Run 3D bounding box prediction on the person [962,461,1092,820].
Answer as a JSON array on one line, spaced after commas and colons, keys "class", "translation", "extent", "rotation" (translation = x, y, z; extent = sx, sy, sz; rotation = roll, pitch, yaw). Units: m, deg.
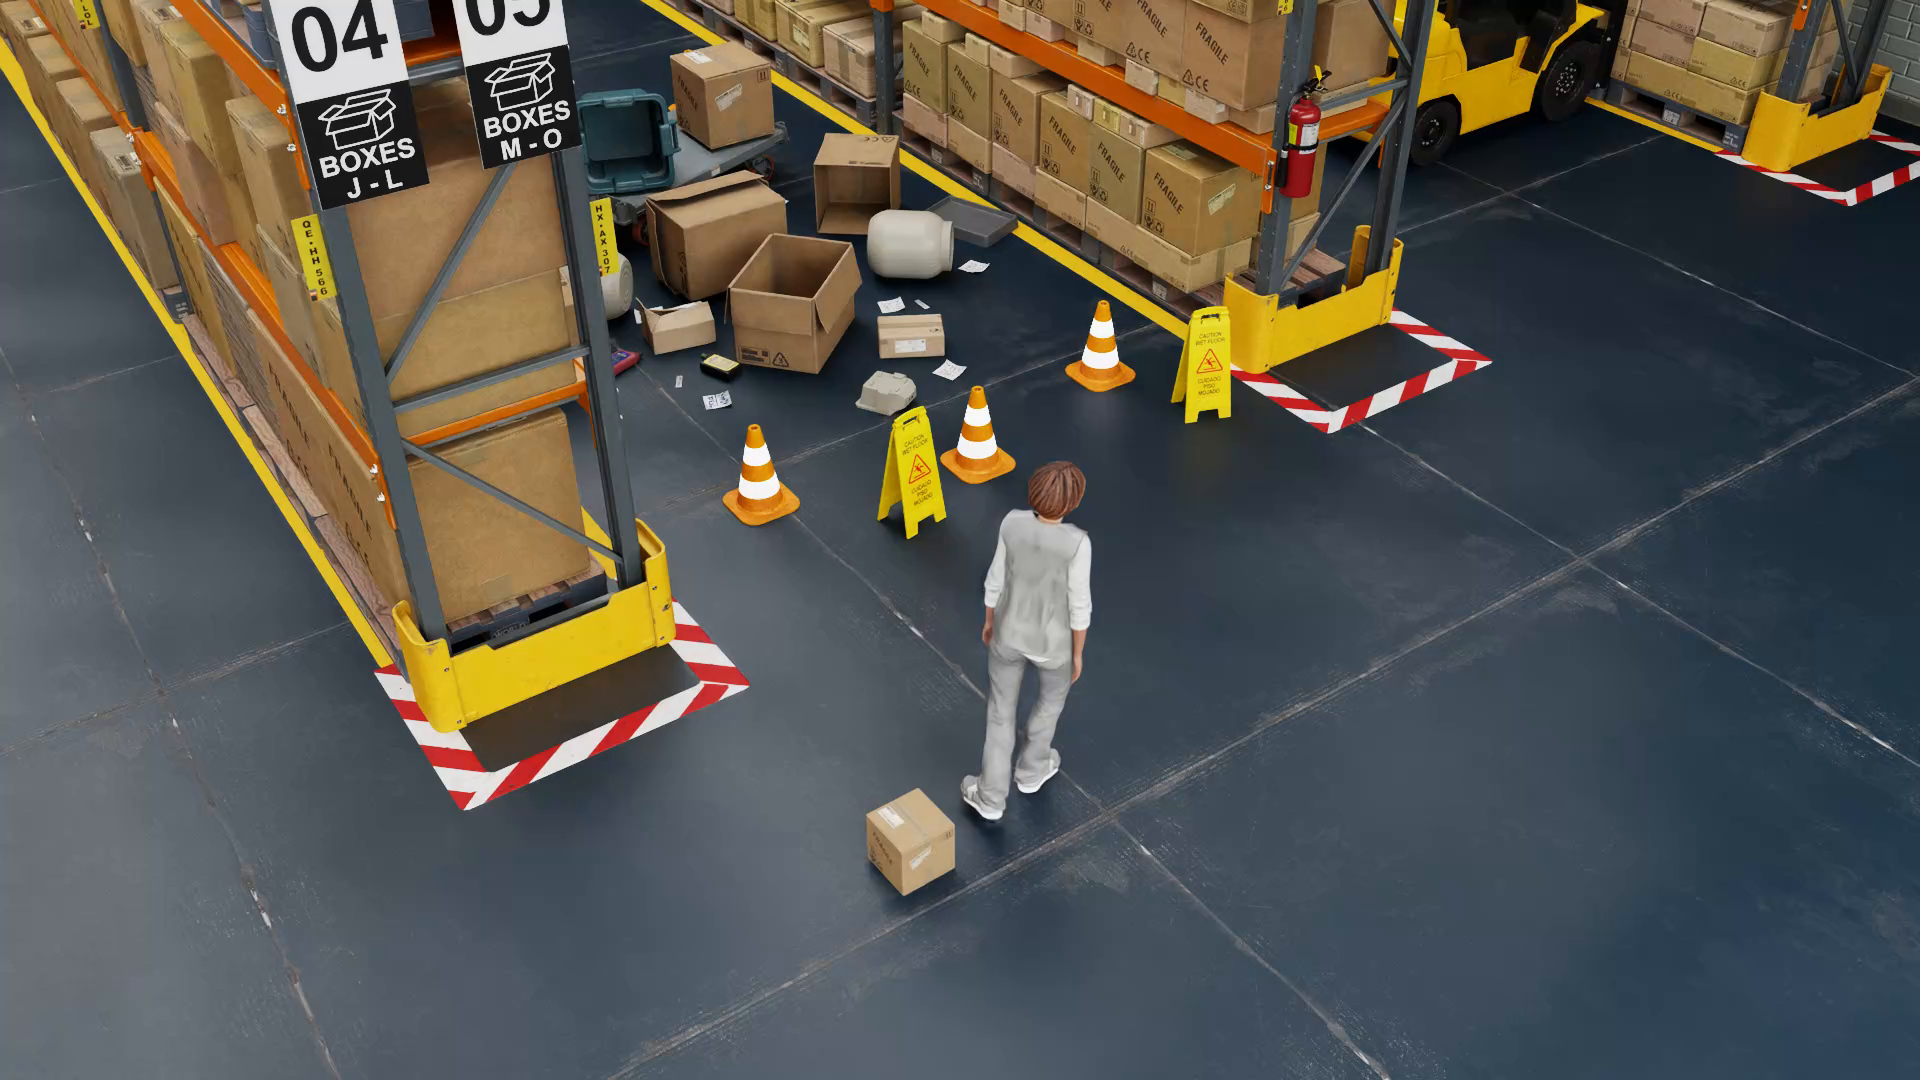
[{"class": "person", "translation": [0.260, 0.437, 6.460], "extent": [0.470, 1.544, 0.513], "rotation": [13, 39, 17]}]
